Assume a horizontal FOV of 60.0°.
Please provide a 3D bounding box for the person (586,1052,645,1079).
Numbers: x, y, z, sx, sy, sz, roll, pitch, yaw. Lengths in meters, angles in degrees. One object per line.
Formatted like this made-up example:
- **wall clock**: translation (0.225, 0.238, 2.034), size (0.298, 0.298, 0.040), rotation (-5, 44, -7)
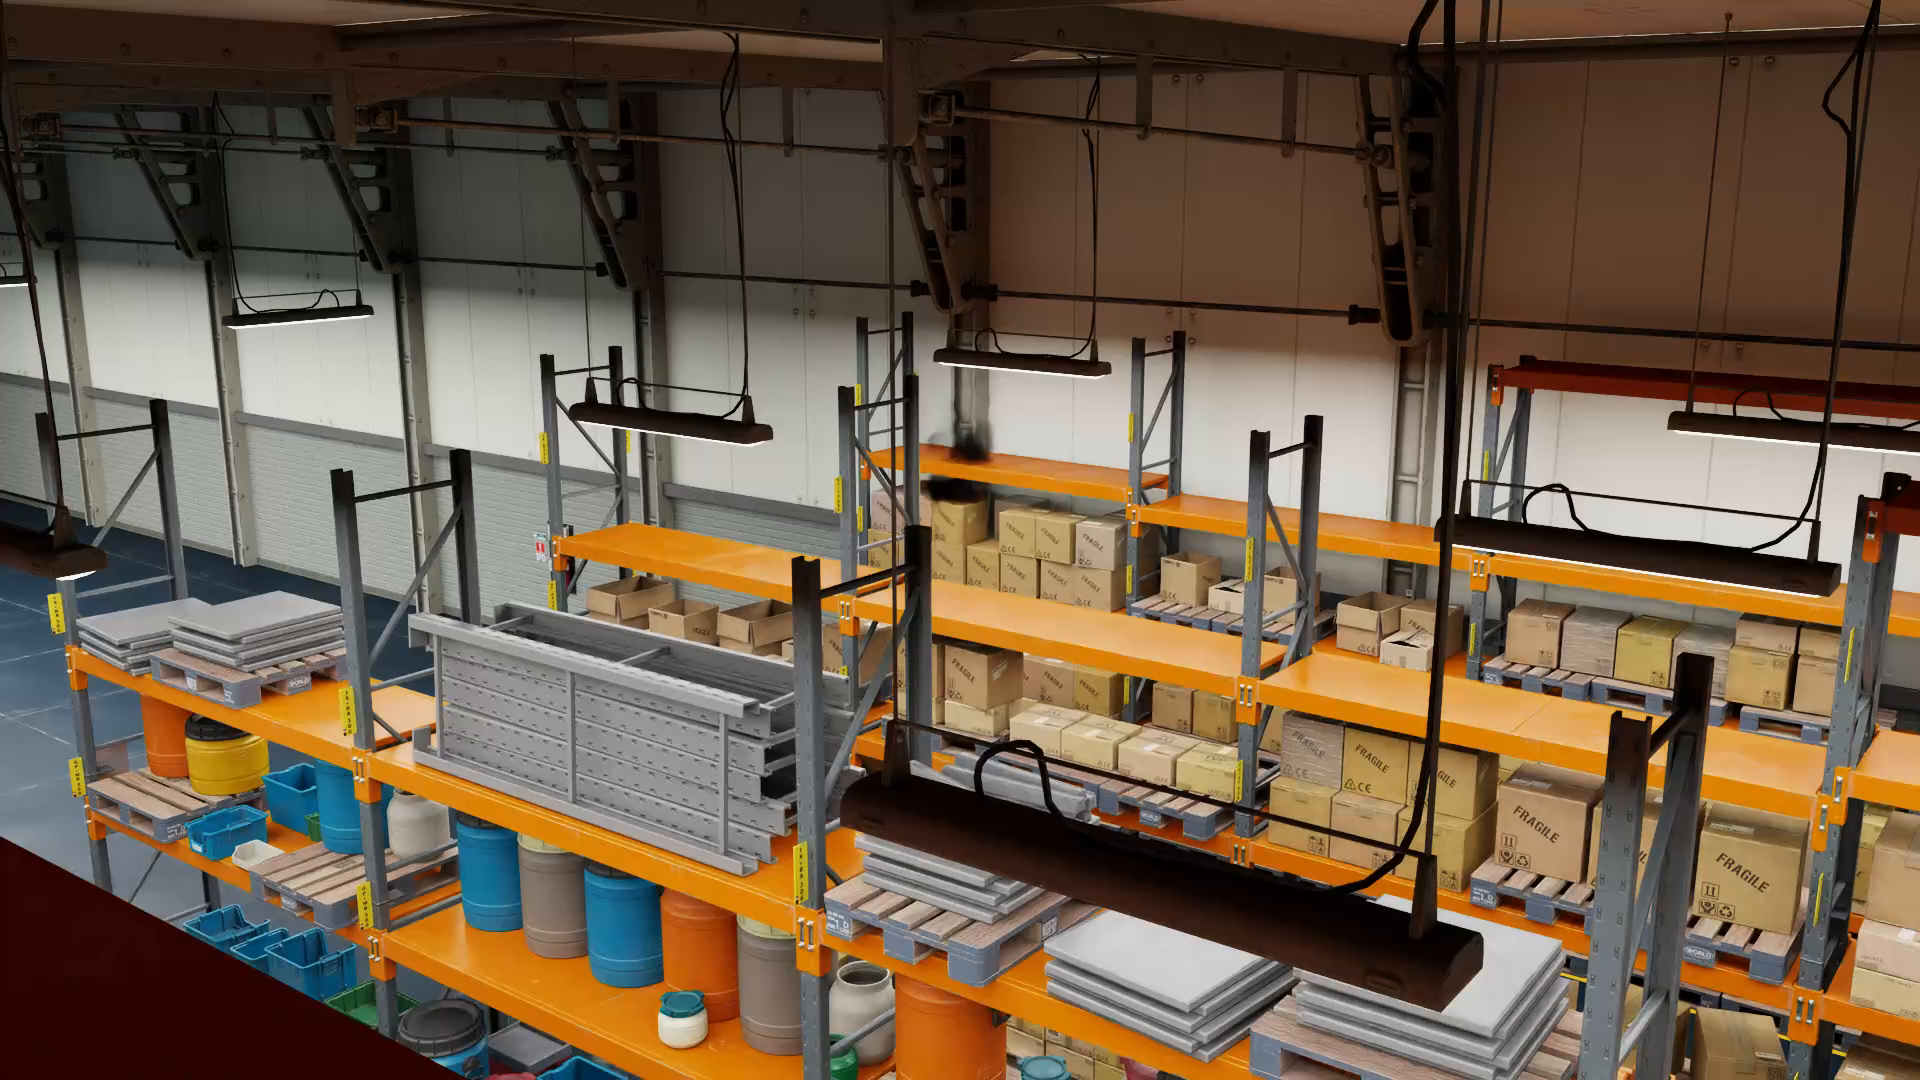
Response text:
- **person**: translation (-2.899, 3.996, 14.060), size (0.802, 1.809, 0.684), rotation (7, 15, 27)
